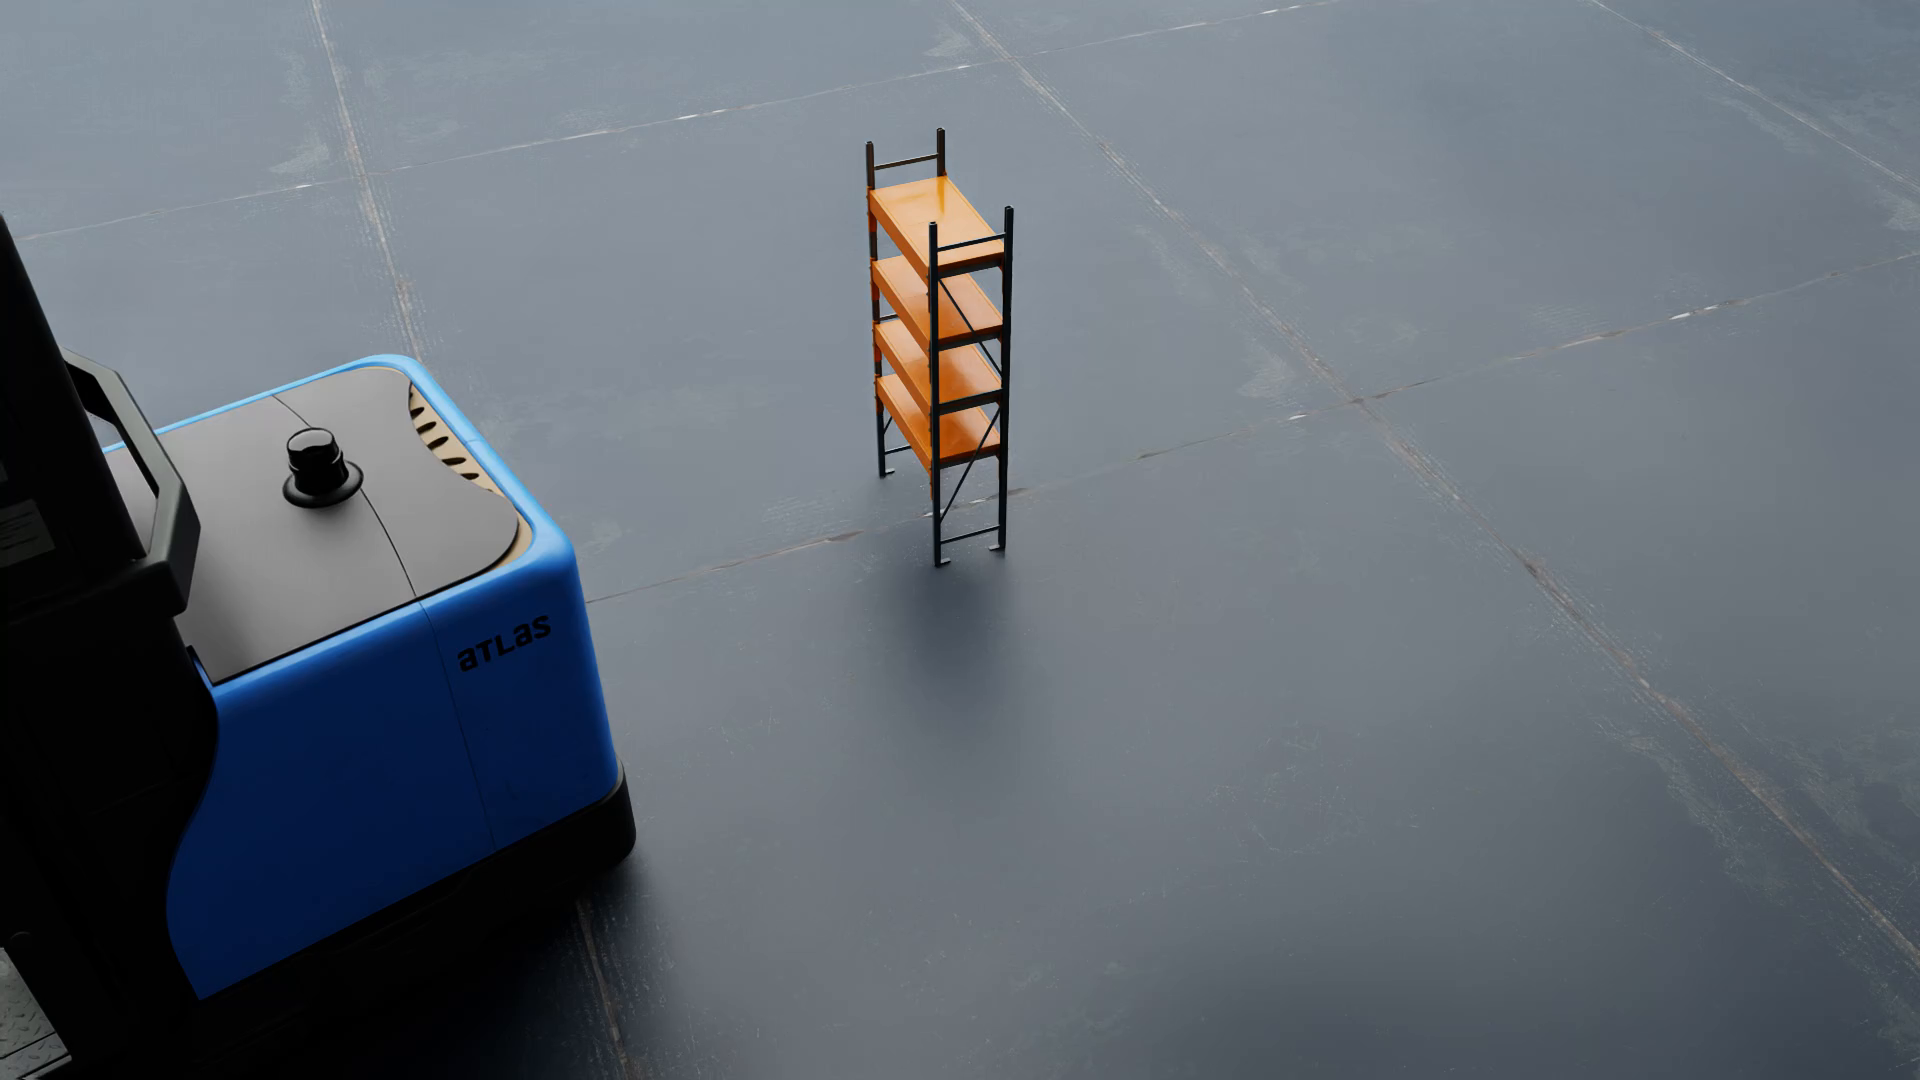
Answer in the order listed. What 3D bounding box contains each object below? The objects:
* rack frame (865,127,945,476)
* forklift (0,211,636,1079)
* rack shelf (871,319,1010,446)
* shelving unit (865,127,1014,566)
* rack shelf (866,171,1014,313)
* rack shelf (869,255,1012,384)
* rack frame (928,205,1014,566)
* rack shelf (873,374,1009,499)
[{"bbox_3d":[-0.157,-0.702,5.146,0.240,1.200,0.015,-15,43,-17],"label":"rack frame"},{"bbox_3d":[-2.318,0.031,2.966,3.031,2.935,1.130,-25,47,-27],"label":"forklift"},{"bbox_3d":[-0.063,-0.504,5.019,0.258,0.148,0.480,-15,43,-17],"label":"rack shelf"},{"bbox_3d":[-0.063,-0.555,4.975,0.258,1.200,0.503,-15,43,-17],"label":"shelving unit"},{"bbox_3d":[-0.063,-0.853,4.719,0.258,0.148,0.480,-15,43,-17],"label":"rack shelf"},{"bbox_3d":[-0.063,-0.673,4.873,0.258,0.148,0.480,-15,43,-17],"label":"rack shelf"},{"bbox_3d":[0.030,-0.408,4.804,0.240,1.200,0.015,-15,43,-17],"label":"rack frame"},{"bbox_3d":[-0.063,-0.353,5.148,0.258,0.148,0.480,-15,43,-17],"label":"rack shelf"}]
